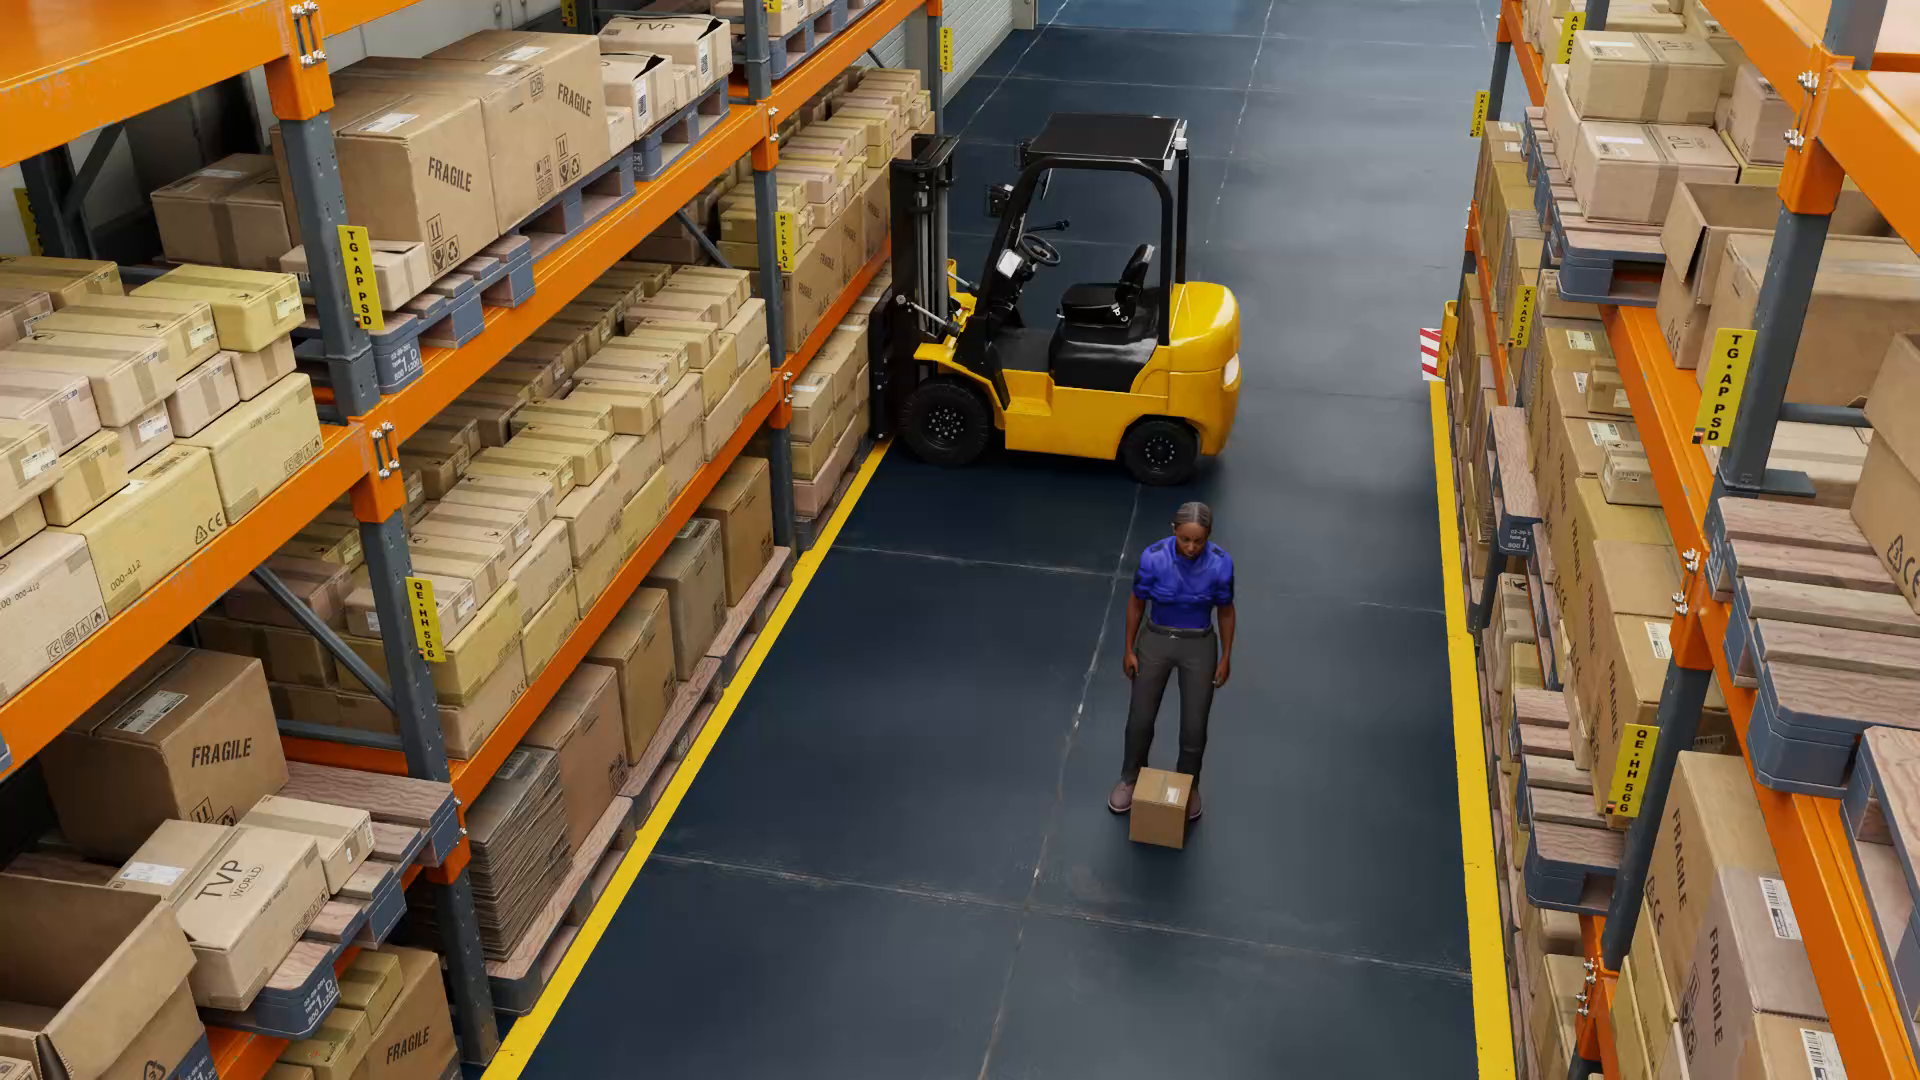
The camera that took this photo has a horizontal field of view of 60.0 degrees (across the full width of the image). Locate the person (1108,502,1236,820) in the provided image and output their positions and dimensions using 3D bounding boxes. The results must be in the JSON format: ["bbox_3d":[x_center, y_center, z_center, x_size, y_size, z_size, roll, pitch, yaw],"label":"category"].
[{"bbox_3d":[0.988,0.529,7.662,0.528,1.653,0.351,4,29,7],"label":"person"}]
